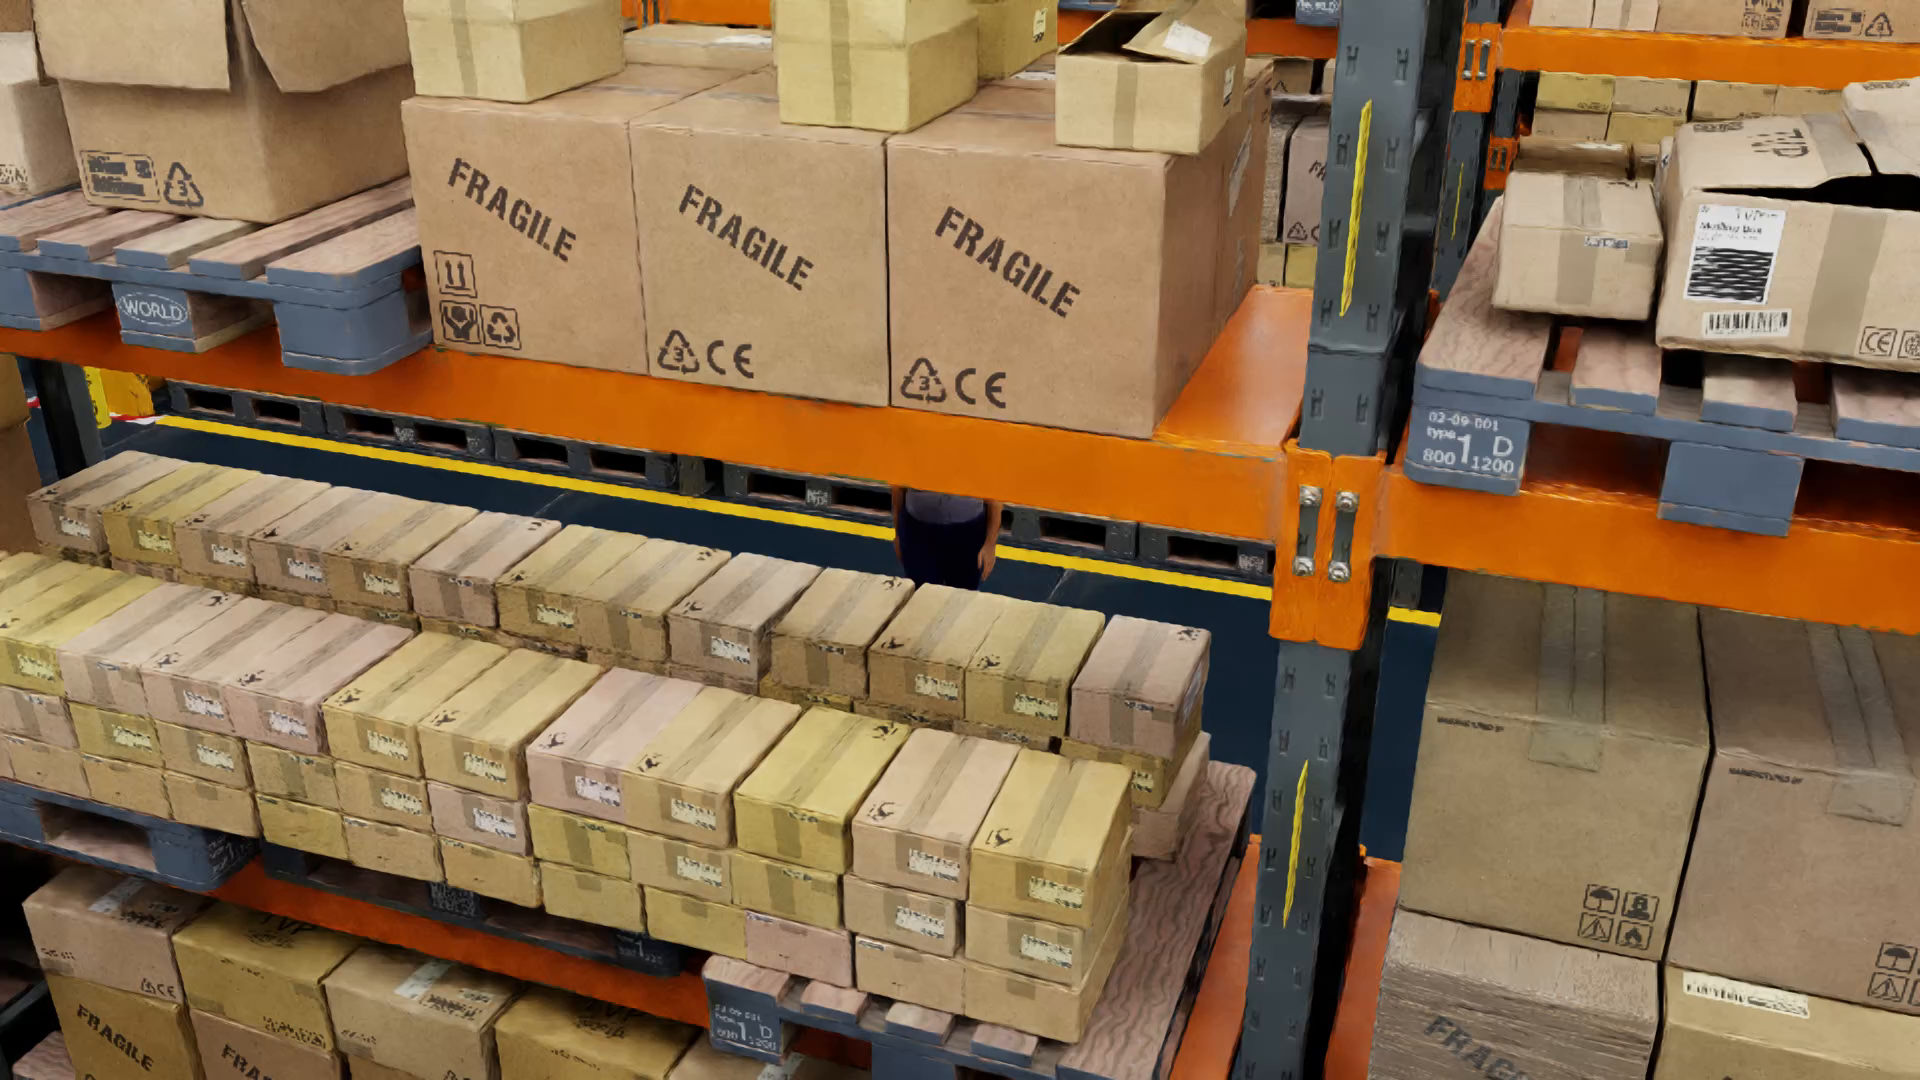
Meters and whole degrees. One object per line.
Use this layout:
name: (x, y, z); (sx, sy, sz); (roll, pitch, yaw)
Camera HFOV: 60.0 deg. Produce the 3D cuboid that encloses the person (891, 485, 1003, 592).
person: (-0.055, -0.019, 7.179); (0.478, 1.636, 0.465); (-1, 26, -2)
